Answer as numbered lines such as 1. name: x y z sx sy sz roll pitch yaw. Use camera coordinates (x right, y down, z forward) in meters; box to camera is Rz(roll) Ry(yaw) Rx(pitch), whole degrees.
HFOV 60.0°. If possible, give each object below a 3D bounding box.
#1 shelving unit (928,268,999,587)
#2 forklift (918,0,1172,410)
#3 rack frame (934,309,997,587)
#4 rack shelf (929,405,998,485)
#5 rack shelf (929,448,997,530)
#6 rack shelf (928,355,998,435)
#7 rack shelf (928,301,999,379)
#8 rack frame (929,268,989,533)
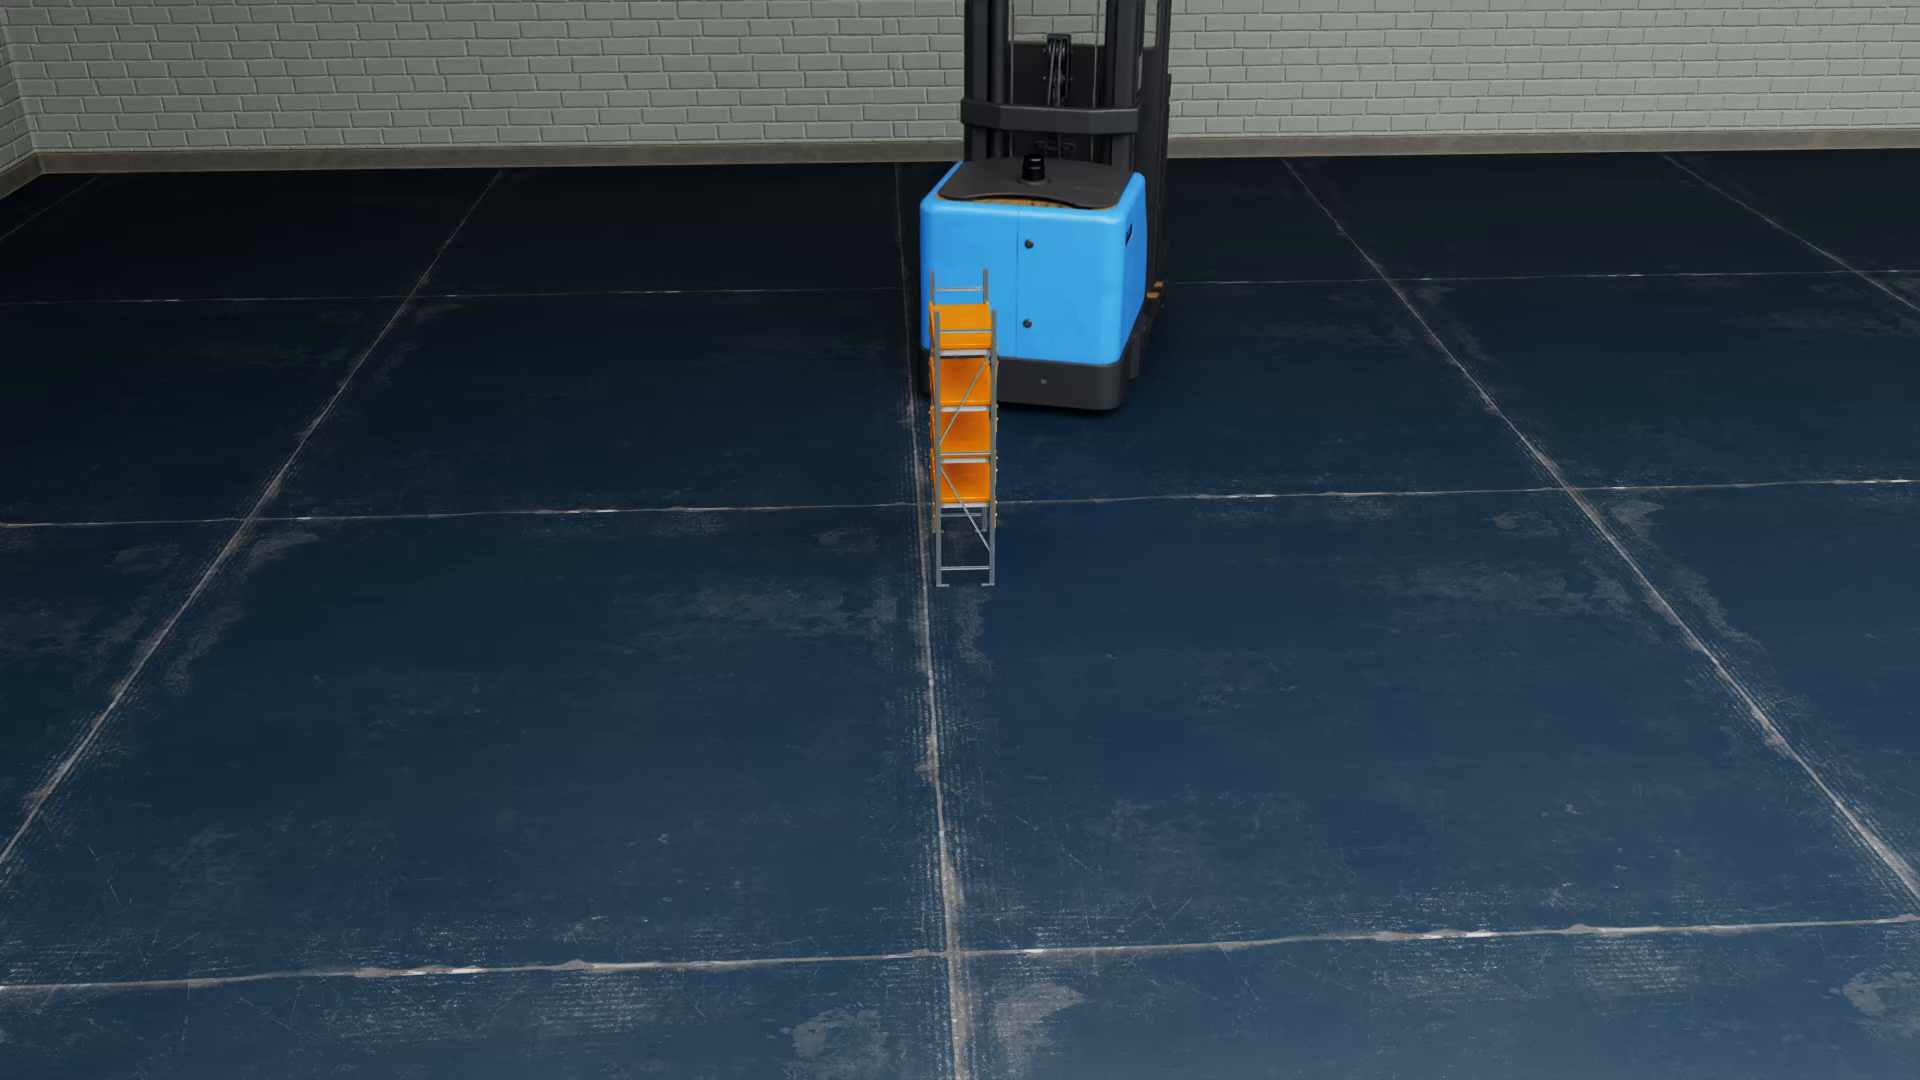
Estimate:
1. shelving unit: 0.009 -0.456 6.826 0.258 1.200 0.503 -1 28 -3
2. forklift: 0.618 -2.612 9.089 1.130 2.935 3.031 6 28 12
3. rack frame: 0.021 -0.343 6.610 0.240 1.200 0.015 -1 28 -3
4. rack shelf: 0.009 -0.396 6.857 0.258 0.148 0.480 -1 28 -3
5. rack shelf: 0.009 -0.220 6.949 0.258 0.148 0.480 -1 28 -3
6. rack shelf: 0.009 -0.594 6.754 0.258 0.148 0.480 -1 28 -3
7. rack shelf: 0.009 -0.804 6.644 0.258 0.148 0.480 -1 28 -3
8. rack frame: -0.004 -0.568 7.042 0.240 1.200 0.015 -1 28 -3
